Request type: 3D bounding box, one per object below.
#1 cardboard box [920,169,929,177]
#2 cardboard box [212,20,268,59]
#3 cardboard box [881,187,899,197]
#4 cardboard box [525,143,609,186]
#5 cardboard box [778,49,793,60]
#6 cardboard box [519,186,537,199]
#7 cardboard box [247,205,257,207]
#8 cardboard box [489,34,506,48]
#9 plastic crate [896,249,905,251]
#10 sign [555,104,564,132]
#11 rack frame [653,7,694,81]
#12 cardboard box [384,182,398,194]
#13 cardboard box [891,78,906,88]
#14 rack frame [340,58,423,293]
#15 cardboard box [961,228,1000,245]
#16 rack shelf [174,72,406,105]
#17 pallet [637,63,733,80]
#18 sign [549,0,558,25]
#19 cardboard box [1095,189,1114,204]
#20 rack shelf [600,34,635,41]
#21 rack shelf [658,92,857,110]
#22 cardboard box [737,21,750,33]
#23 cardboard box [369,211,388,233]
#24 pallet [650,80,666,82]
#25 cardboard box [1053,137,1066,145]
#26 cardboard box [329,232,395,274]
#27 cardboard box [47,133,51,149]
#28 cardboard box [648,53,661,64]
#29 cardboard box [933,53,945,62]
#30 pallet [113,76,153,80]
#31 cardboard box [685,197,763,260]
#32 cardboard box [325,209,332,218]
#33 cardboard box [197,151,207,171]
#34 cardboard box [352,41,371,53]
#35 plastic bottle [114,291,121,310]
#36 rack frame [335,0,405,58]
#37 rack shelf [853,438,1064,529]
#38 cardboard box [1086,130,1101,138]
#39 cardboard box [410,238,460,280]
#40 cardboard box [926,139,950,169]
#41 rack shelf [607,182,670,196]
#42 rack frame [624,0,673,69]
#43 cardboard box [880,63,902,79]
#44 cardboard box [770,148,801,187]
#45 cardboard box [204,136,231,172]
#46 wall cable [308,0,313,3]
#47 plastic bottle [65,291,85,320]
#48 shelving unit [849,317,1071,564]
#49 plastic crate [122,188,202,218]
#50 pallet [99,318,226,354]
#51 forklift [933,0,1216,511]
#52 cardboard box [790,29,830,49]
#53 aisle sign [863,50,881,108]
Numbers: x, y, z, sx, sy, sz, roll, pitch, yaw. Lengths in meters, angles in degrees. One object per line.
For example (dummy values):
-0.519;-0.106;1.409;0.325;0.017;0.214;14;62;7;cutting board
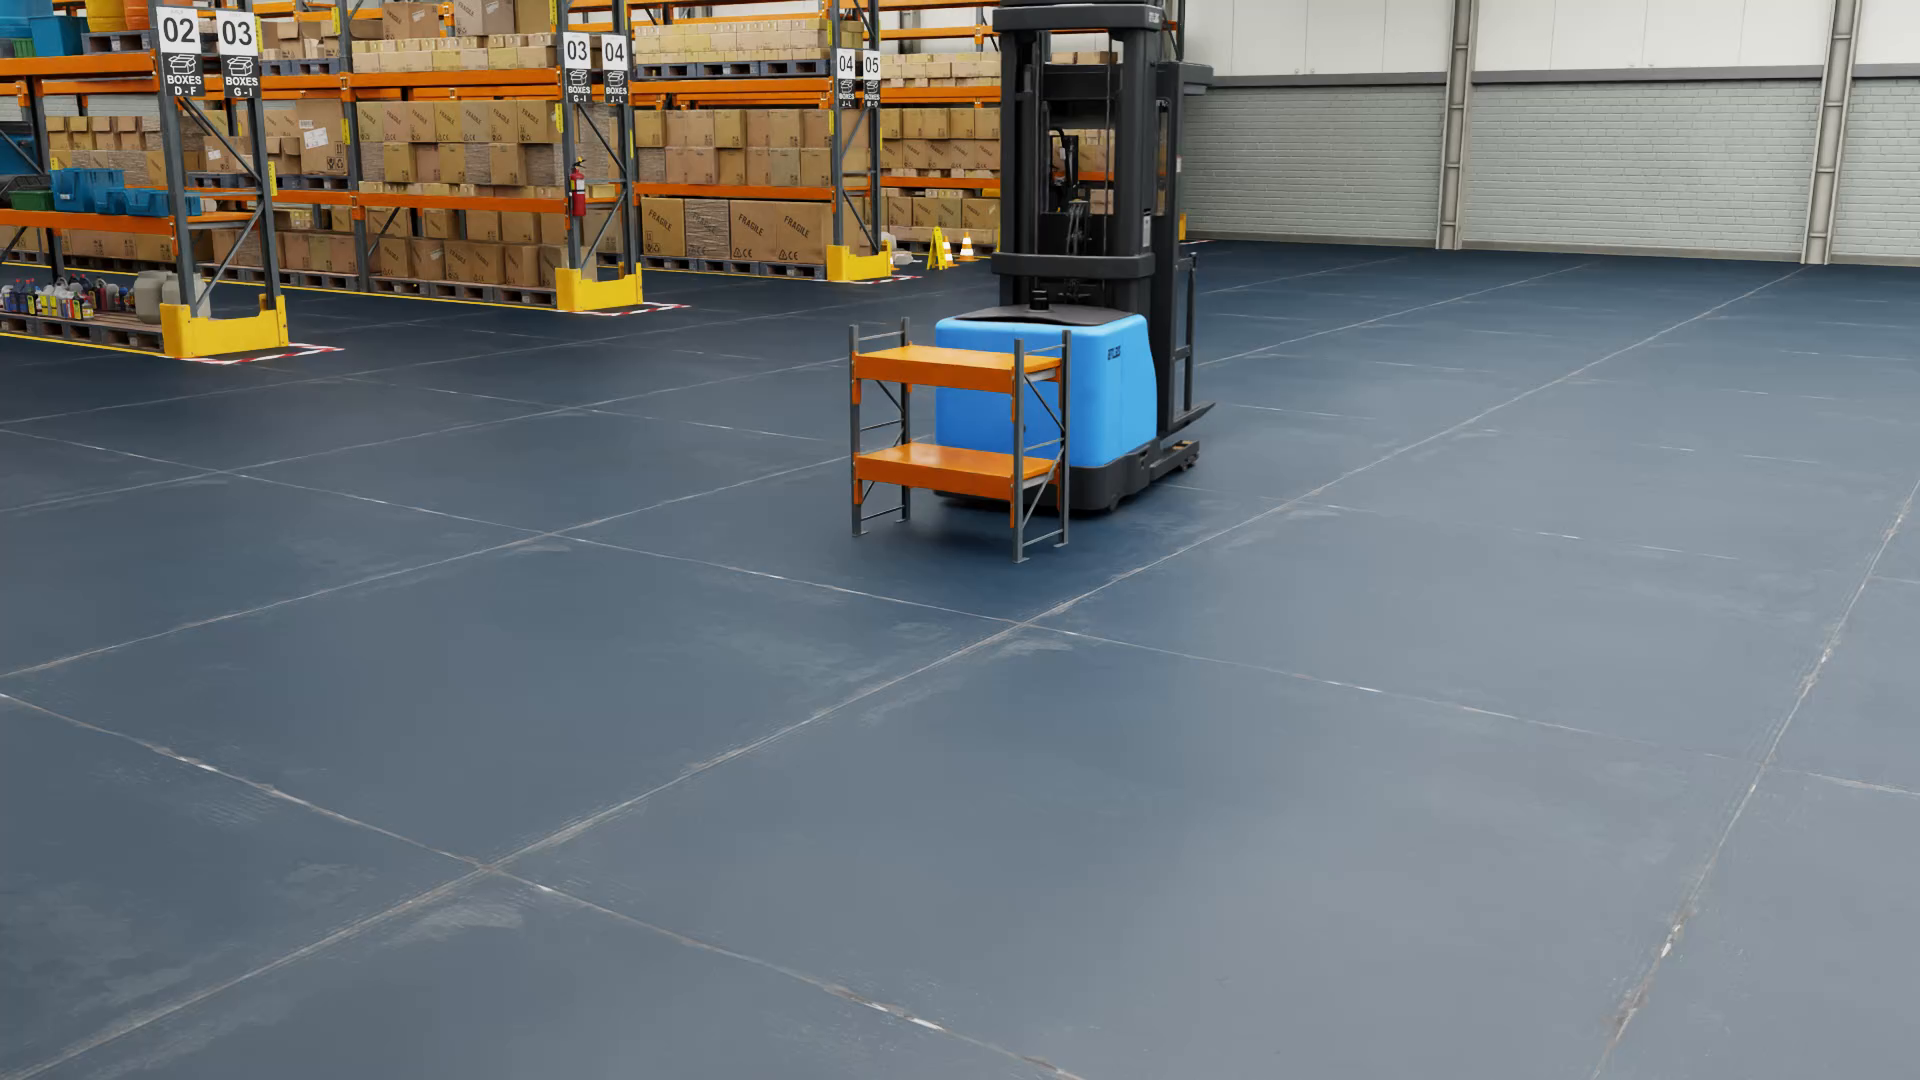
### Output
-0.493;-6.375;28.858;0.250;0.149;0.380;9;17;33;cardboard box
-9.889;-6.876;22.866;0.500;0.500;0.500;9;16;31;cardboard box
-1.289;-6.135;29.302;0.250;0.149;0.380;10;17;35;cardboard box
-4.778;-4.577;20.244;0.500;0.500;0.875;9;17;33;cardboard box
-2.372;-6.912;23.702;0.250;0.149;0.380;9;17;34;cardboard box
-5.132;-4.237;20.219;0.250;0.149;0.380;9;17;33;cardboard box
-13.718;-6.460;32.497;0.250;0.149;0.380;9;16;32;cardboard box
-5.402;-5.959;19.892;0.250;0.149;0.380;9;17;33;cardboard box
-1.280;-5.026;28.960;0.583;0.080;0.402;3;14;14;plastic crate
-4.663;-4.912;19.358;0.005;0.325;0.100;9;17;33;sign
-5.444;-10.266;31.566;0.127;3.000;1.000;9;17;33;rack frame
-7.223;-4.566;21.551;0.250;0.149;0.380;9;17;33;cardboard box
-0.983;-7.870;28.655;0.250;0.149;0.380;9;16;32;cardboard box
-7.656;-4.841;22.138;0.127;3.000;1.000;9;17;33;rack frame
0.353;-5.208;28.468;0.500;0.250;0.500;9;17;33;cardboard box
-9.316;-6.216;22.948;4.000;0.370;1.077;9;17;33;rack shelf
-4.131;-7.118;25.277;1.213;0.211;1.003;9;17;33;pallet
-4.663;-6.083;19.068;0.005;0.325;0.100;9;17;33;sign
2.978;-6.692;32.383;0.500;0.250;0.500;10;17;34;cardboard box
-7.656;-11.710;38.904;4.000;0.370;1.077;9;17;33;rack shelf
-3.785;-8.192;30.930;4.000;0.370;1.077;9;17;33;rack shelf
-3.009;-7.402;24.021;0.250;0.149;0.380;9;16;32;cardboard box
-10.095;-5.590;29.490;0.500;0.500;0.500;10;17;34;cardboard box
-6.008;-8.794;32.256;1.003;0.211;1.213;10;17;35;pallet
2.031;-7.864;32.792;0.250;0.149;0.380;9;16;32;cardboard box
-8.154;-3.928;22.736;0.500;0.500;0.700;8;16;29;cardboard box
-14.825;-6.358;26.398;0.500;0.500;0.500;10;17;34;cardboard box
-4.476;-7.252;25.076;0.250;0.149;0.380;9;17;33;cardboard box
-0.249;-8.180;28.247;0.250;0.149;0.380;9;16;31;cardboard box
-11.539;-6.818;24.274;1.003;0.211;1.213;10;17;35;pallet
-3.571;-4.771;25.401;0.875;0.875;0.875;9;17;33;cardboard box
-11.613;-6.086;30.987;0.250;0.149;0.380;10;17;35;cardboard box
-11.227;-5.546;24.776;0.500;0.500;0.500;10;17;34;cardboard box
-7.558;-6.313;21.324;0.250;0.149;0.380;9;16;31;cardboard box
-9.052;-2.578;17.903;0.097;0.201;0.097;0;14;0;plastic bottle
-7.656;-7.753;21.417;0.127;3.000;1.000;9;17;33;rack frame
-0.006;-0.310;8.750;1.000;0.278;0.538;9;17;33;rack shelf
2.649;-7.902;32.327;0.250;0.149;0.380;10;17;34;cardboard box
-6.867;-3.695;21.835;0.500;0.500;0.500;-11;17;-36;cardboard box
-0.237;-6.628;28.527;0.500;0.500;0.500;9;17;33;cardboard box
-6.464;-5.736;27.249;4.000;0.370;1.077;9;17;33;rack shelf
-4.804;-8.729;25.358;0.127;3.000;1.000;9;17;33;rack frame
-1.072;-8.094;28.730;0.500;0.250;0.500;9;17;33;cardboard box
-2.287;-5.463;24.338;0.550;0.550;0.875;9;17;33;cardboard box
-10.505;-5.566;23.982;0.500;0.500;0.500;7;15;26;cardboard box
-14.952;-12.764;41.578;0.133;3.039;2.988;9;17;33;wall cable
-9.064;-2.407;17.057;0.135;0.276;0.152;9;17;33;plastic bottle
-0.006;-0.547;8.692;1.048;1.125;0.538;9;17;33;shelving unit
-7.684;-3.253;16.030;0.616;0.251;0.499;9;17;33;plastic crate
-7.862;-2.075;16.765;1.213;0.211;1.003;9;17;33;pallet
0.902;-1.893;10.371;1.130;2.935;3.031;6;15;23;forklift
-2.047;-7.070;23.511;0.500;0.250;0.500;9;17;34;cardboard box
-1.259;-6.593;23.802;0.004;0.787;0.394;9;17;33;aisle sign
